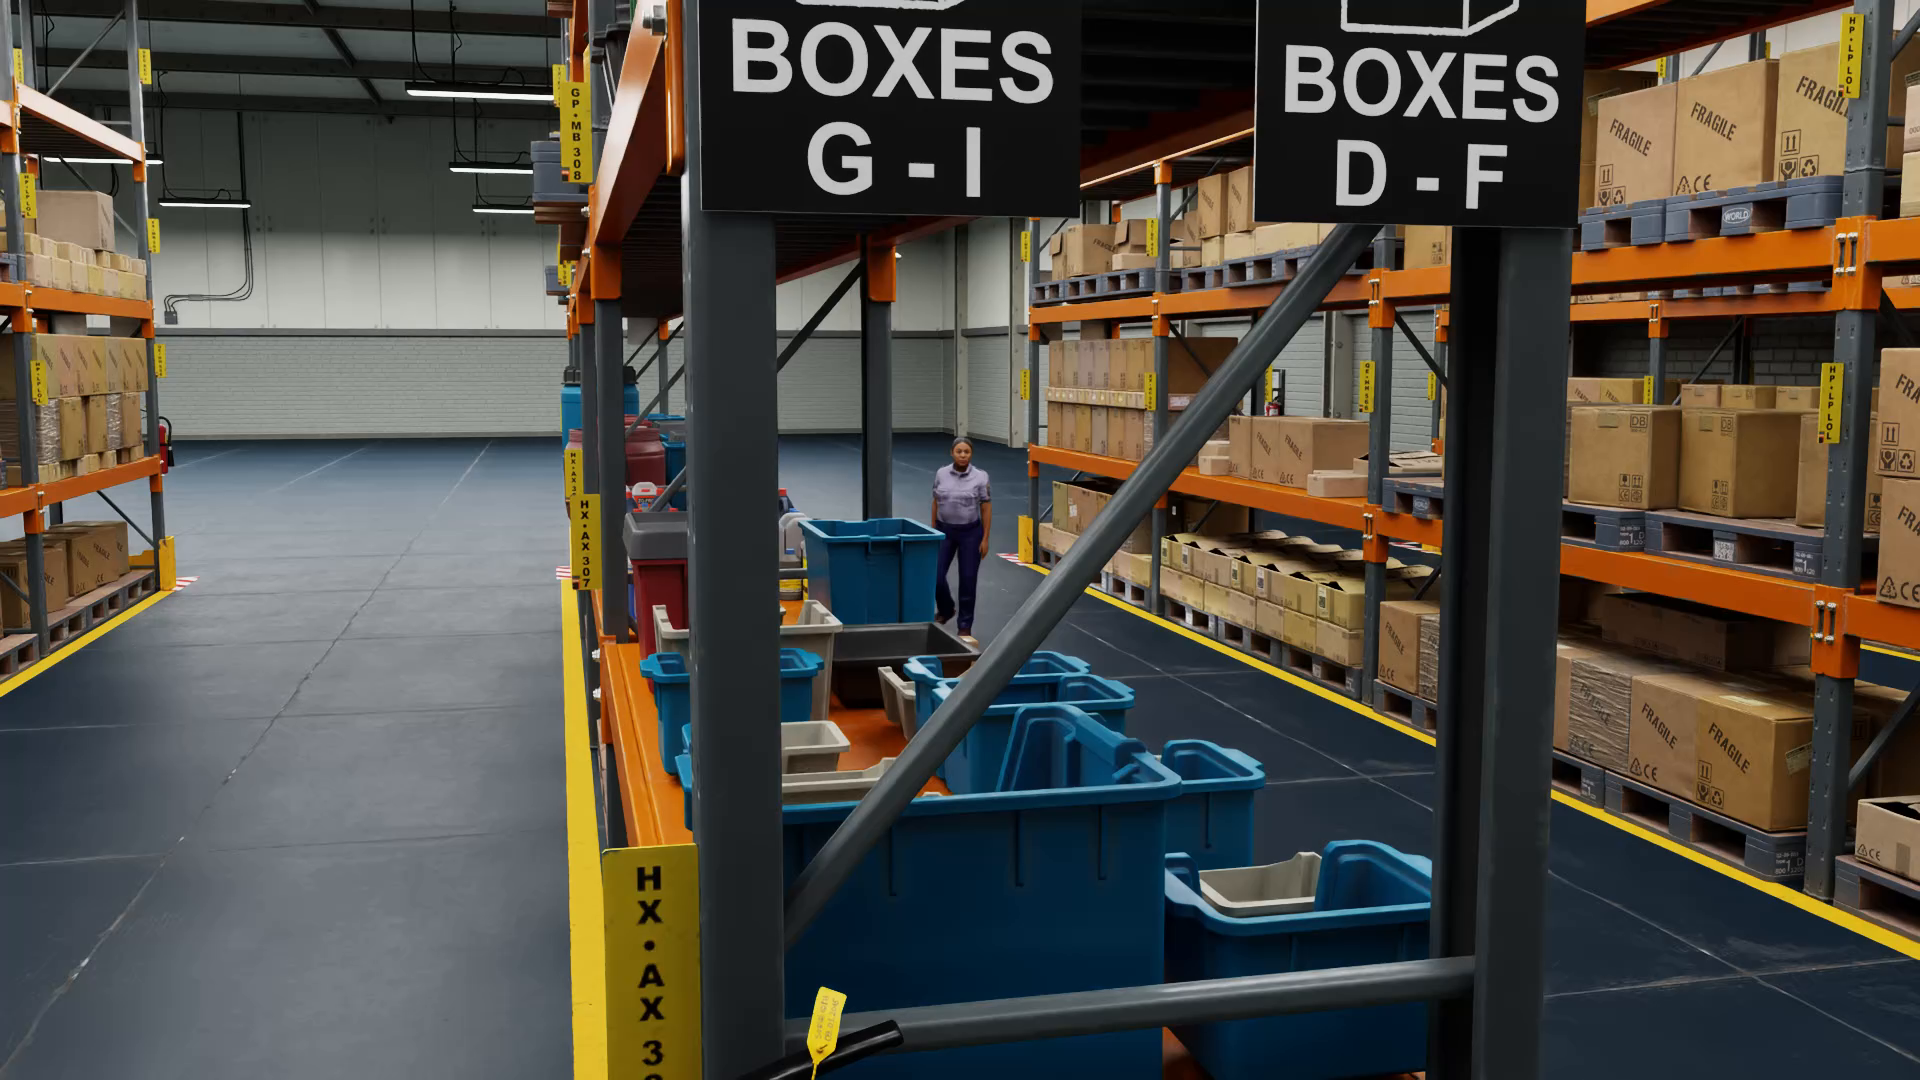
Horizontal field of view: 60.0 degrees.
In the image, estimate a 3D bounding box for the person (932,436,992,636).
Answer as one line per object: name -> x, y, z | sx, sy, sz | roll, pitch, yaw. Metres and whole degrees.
person -> -0.012, -0.014, 13.287 | 0.539, 1.638, 0.461 | 1, 6, 9
